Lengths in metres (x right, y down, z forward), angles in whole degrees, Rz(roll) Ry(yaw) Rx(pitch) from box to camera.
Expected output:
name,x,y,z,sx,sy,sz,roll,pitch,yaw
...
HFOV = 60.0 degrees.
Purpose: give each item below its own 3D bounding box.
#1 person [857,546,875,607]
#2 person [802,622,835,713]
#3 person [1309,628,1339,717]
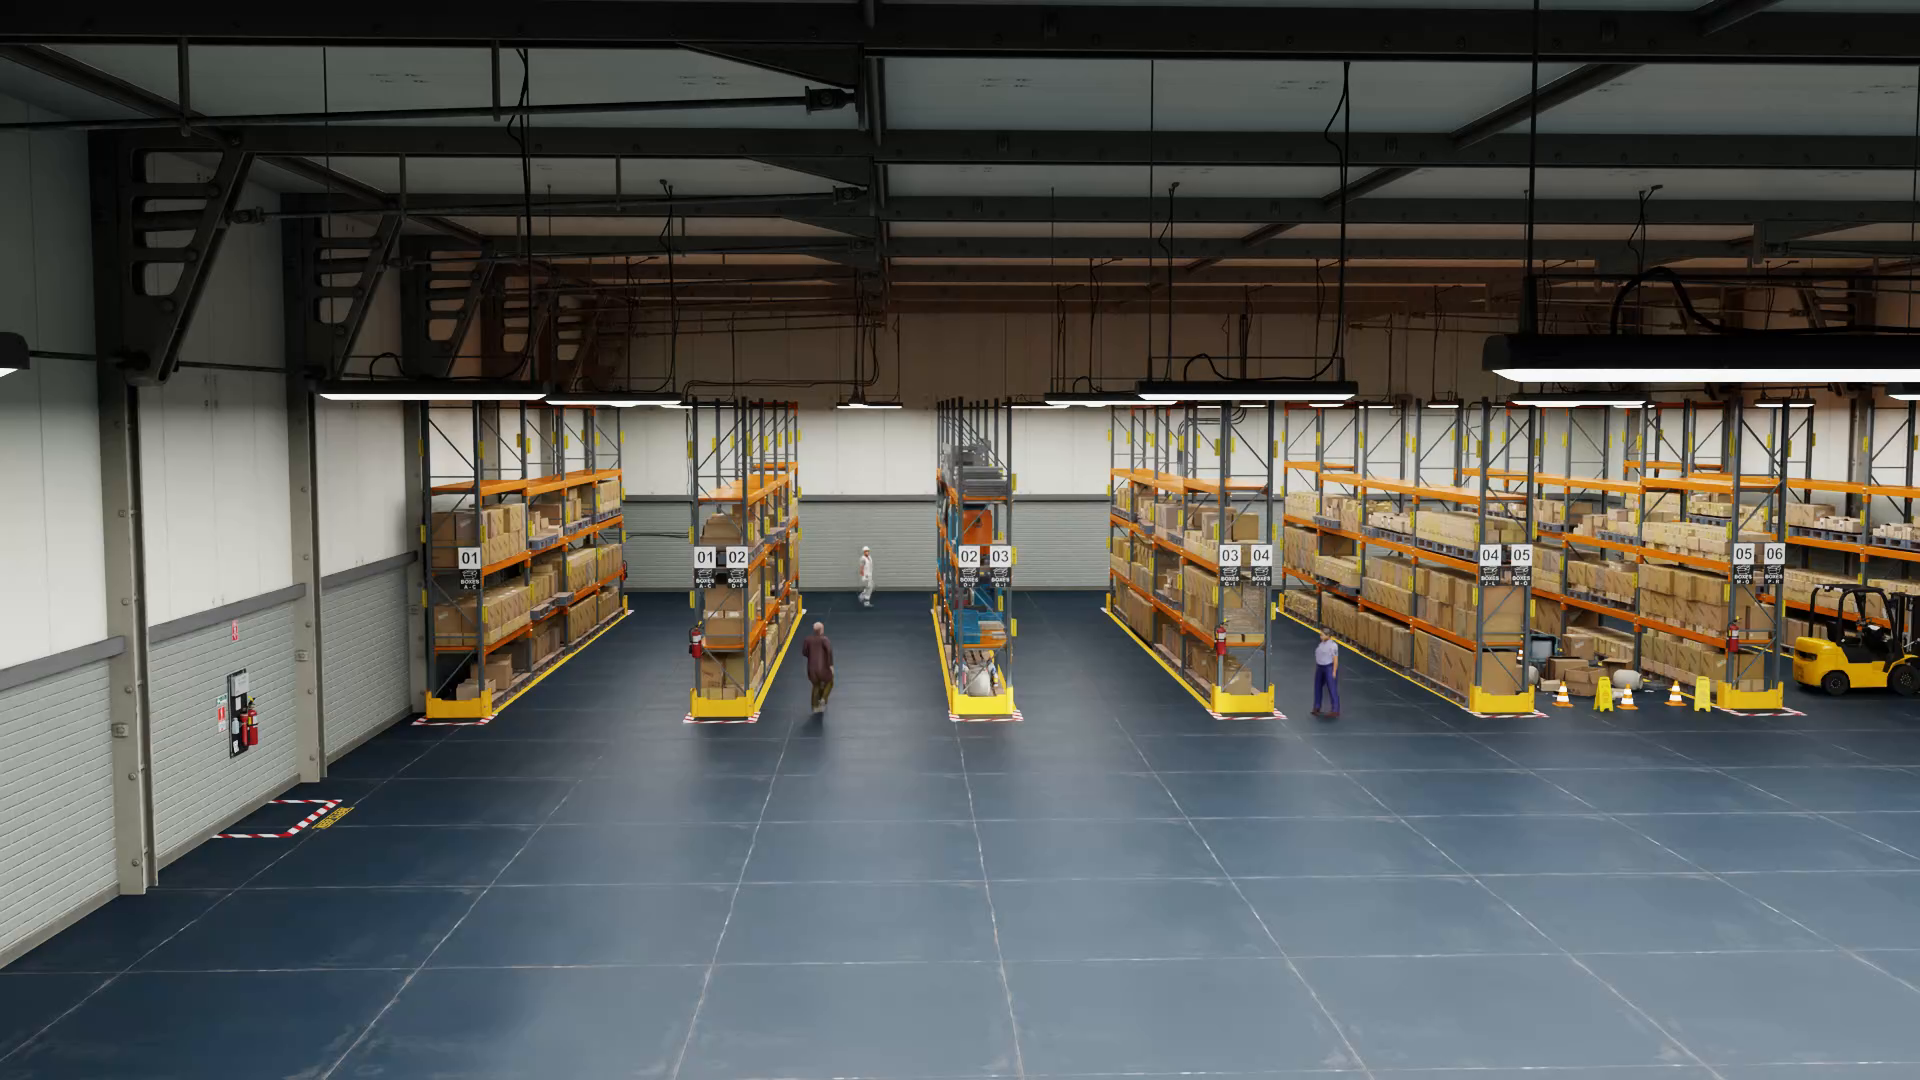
name,x,y,z,sx,sy,sz,roll,pitch,yaw
person,-2.744,1.072,48.490,0.523,1.776,0.534,0,4,-2
person,-2.653,2.474,31.711,0.698,1.653,0.649,1,5,17
person,6.869,2.481,31.317,0.426,1.647,0.556,-3,5,-37
